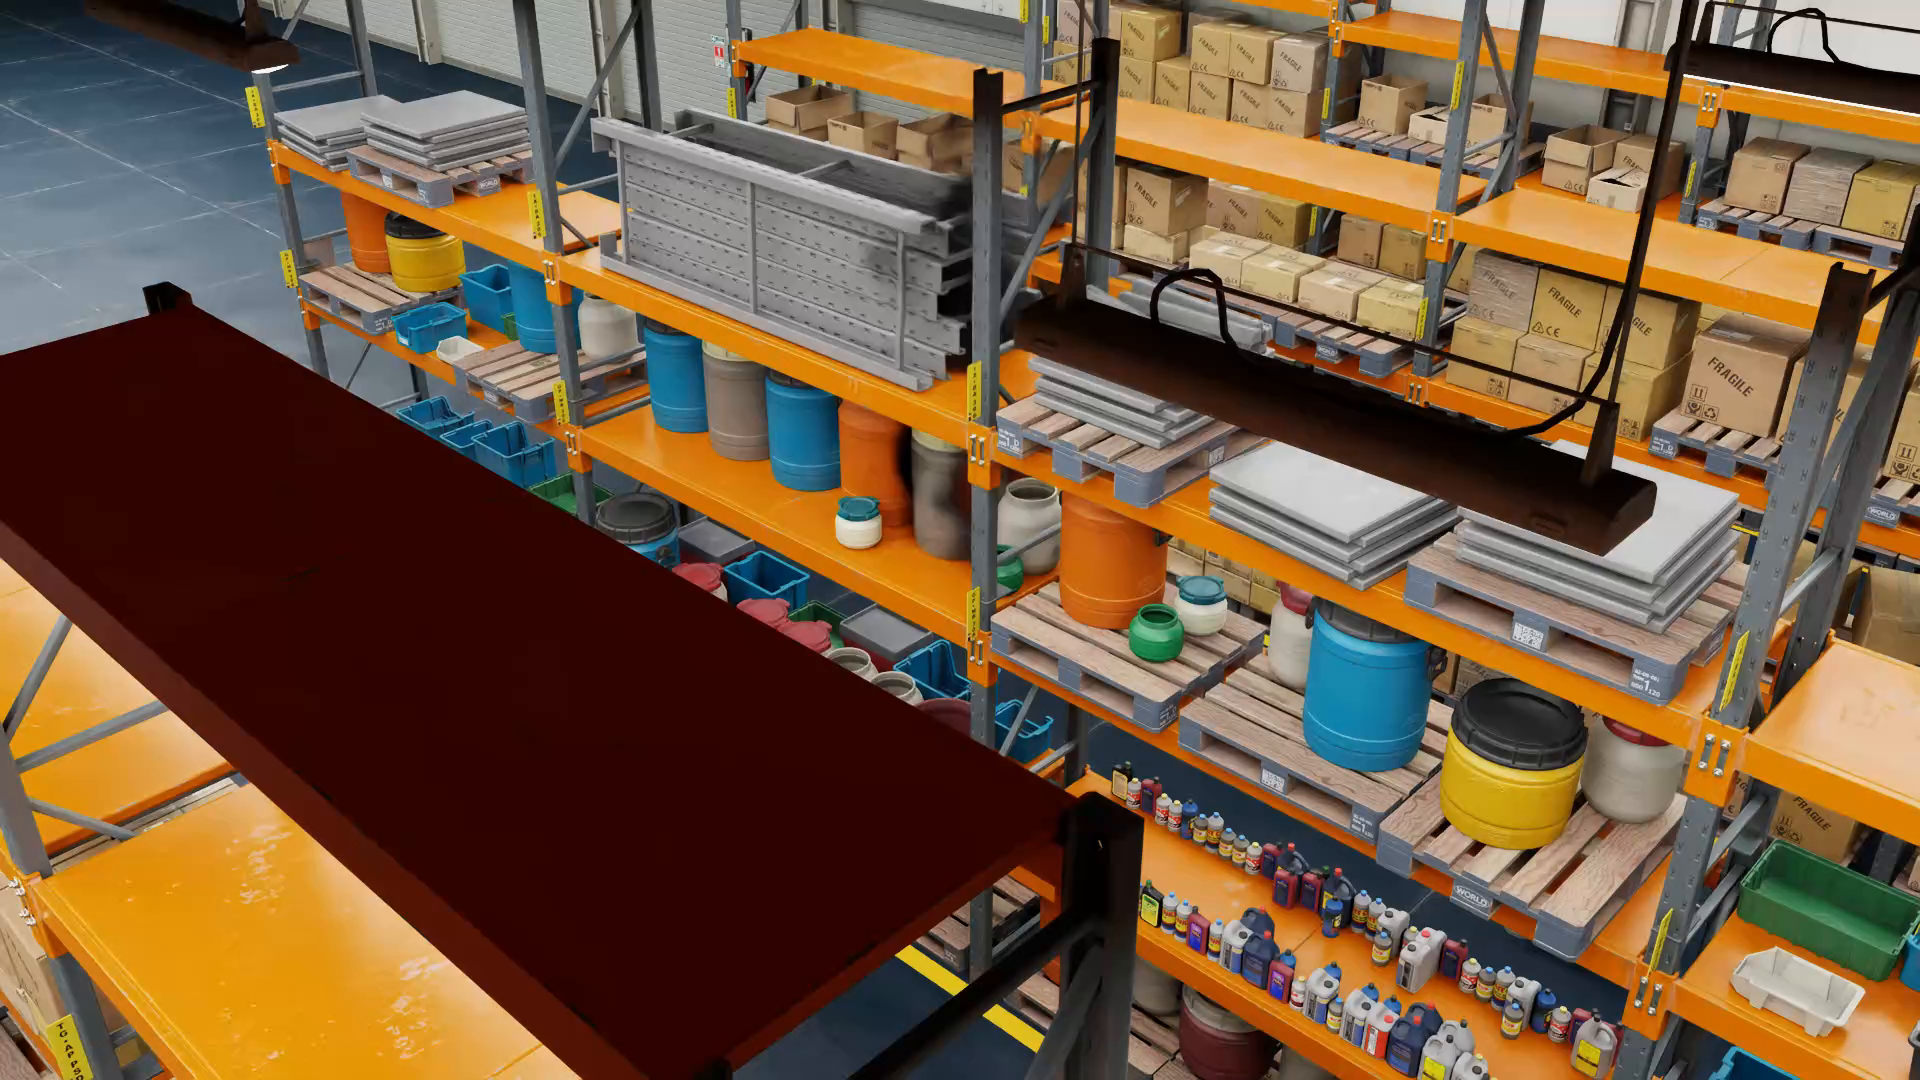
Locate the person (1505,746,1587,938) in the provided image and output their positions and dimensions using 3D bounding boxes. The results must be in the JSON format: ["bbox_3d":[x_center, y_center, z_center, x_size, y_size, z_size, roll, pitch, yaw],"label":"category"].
[{"bbox_3d":[4.070,2.048,10.973,0.685,1.643,0.608,15,33,25],"label":"person"}]
